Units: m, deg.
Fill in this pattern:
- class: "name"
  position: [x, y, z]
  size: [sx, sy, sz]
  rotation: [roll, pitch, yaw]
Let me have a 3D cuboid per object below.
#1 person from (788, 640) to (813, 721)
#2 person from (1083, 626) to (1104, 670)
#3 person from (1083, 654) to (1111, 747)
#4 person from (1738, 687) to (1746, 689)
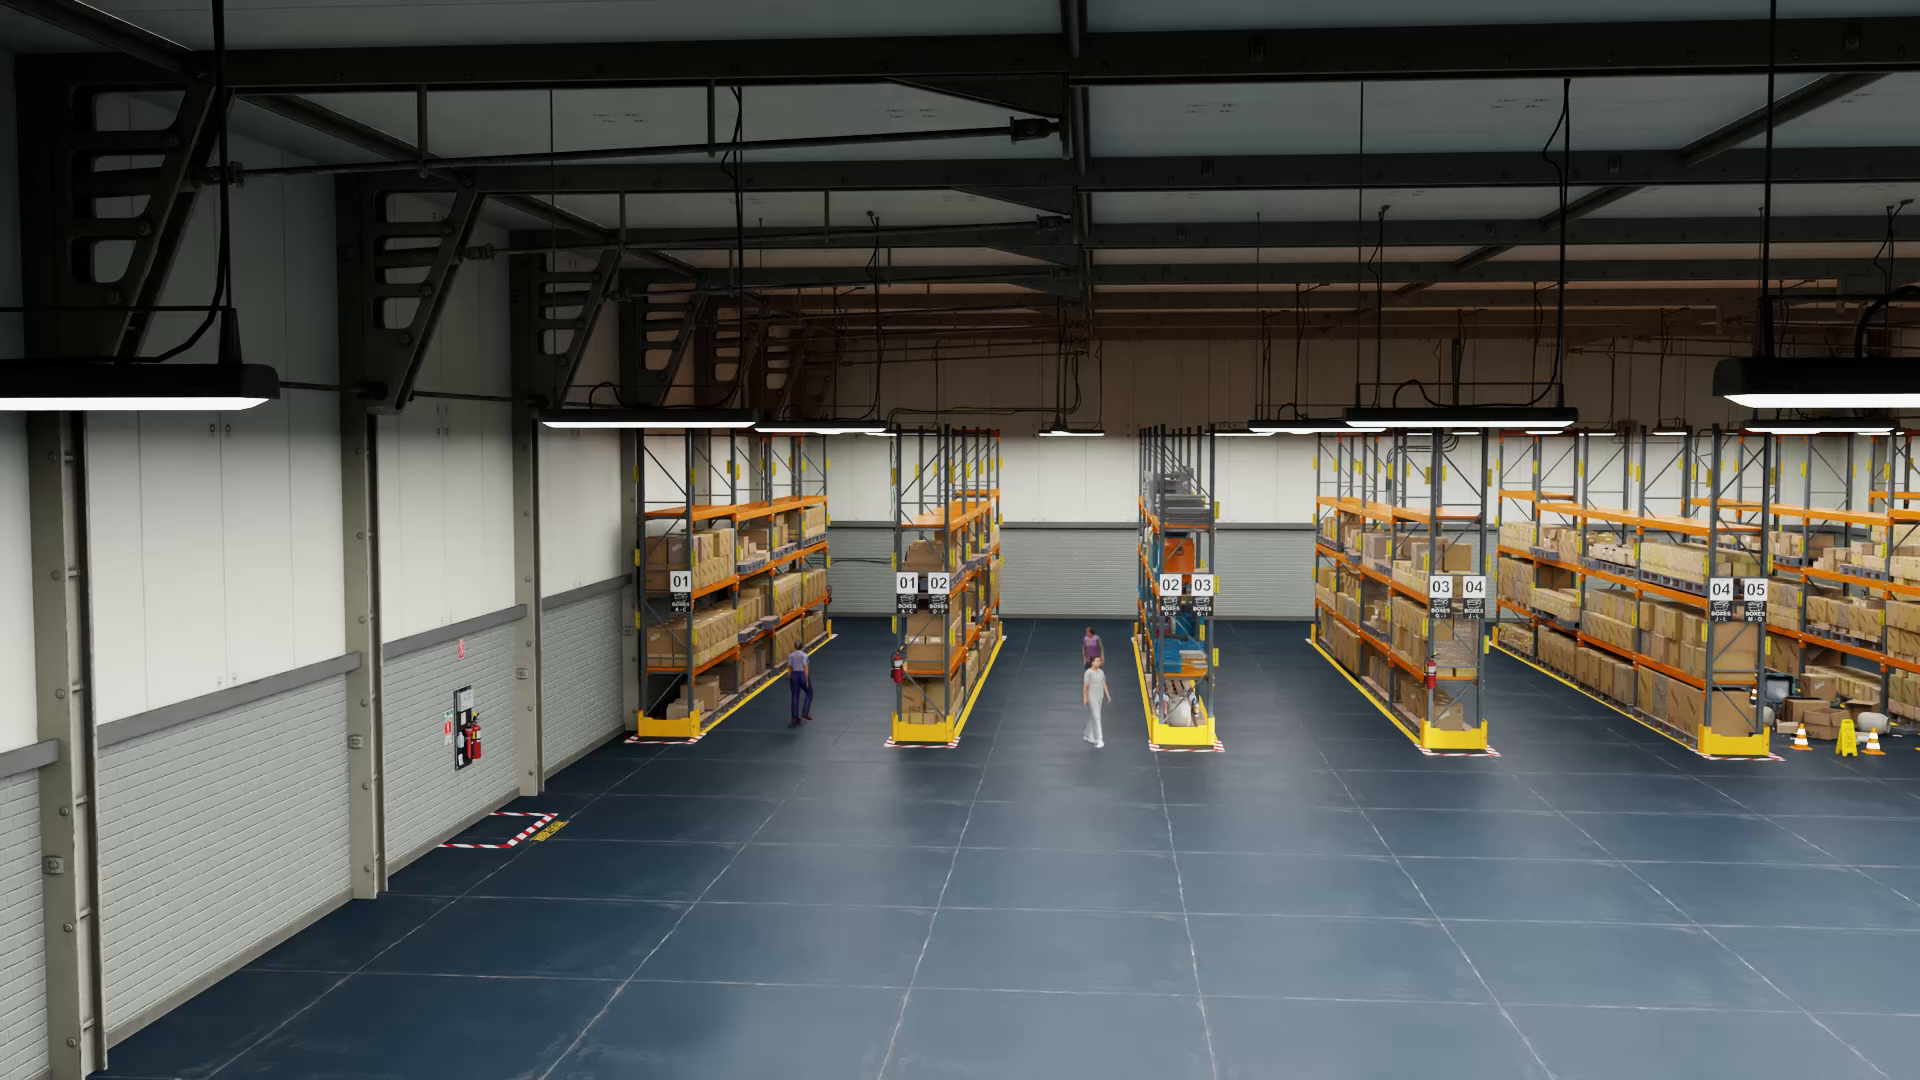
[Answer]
- class: "person"
  position: [-3.261, 2.868, 33.697]
  size: [0.517, 1.636, 0.512]
  rotation: [1, 4, 15]
- class: "person"
  position: [2.977, 2.691, 36.989]
  size: [0.498, 1.579, 0.455]
  rotation: [2, 4, 23]
- class: "person"
  position: [2.571, 2.986, 31.159]
  size: [0.715, 1.664, 0.528]
  rotation: [3, 5, 45]
- class: "person"
  position: [17.783, 2.591, 38.053]
  size: [0.462, 1.714, 0.667]
  rotation: [-1, 4, -8]
